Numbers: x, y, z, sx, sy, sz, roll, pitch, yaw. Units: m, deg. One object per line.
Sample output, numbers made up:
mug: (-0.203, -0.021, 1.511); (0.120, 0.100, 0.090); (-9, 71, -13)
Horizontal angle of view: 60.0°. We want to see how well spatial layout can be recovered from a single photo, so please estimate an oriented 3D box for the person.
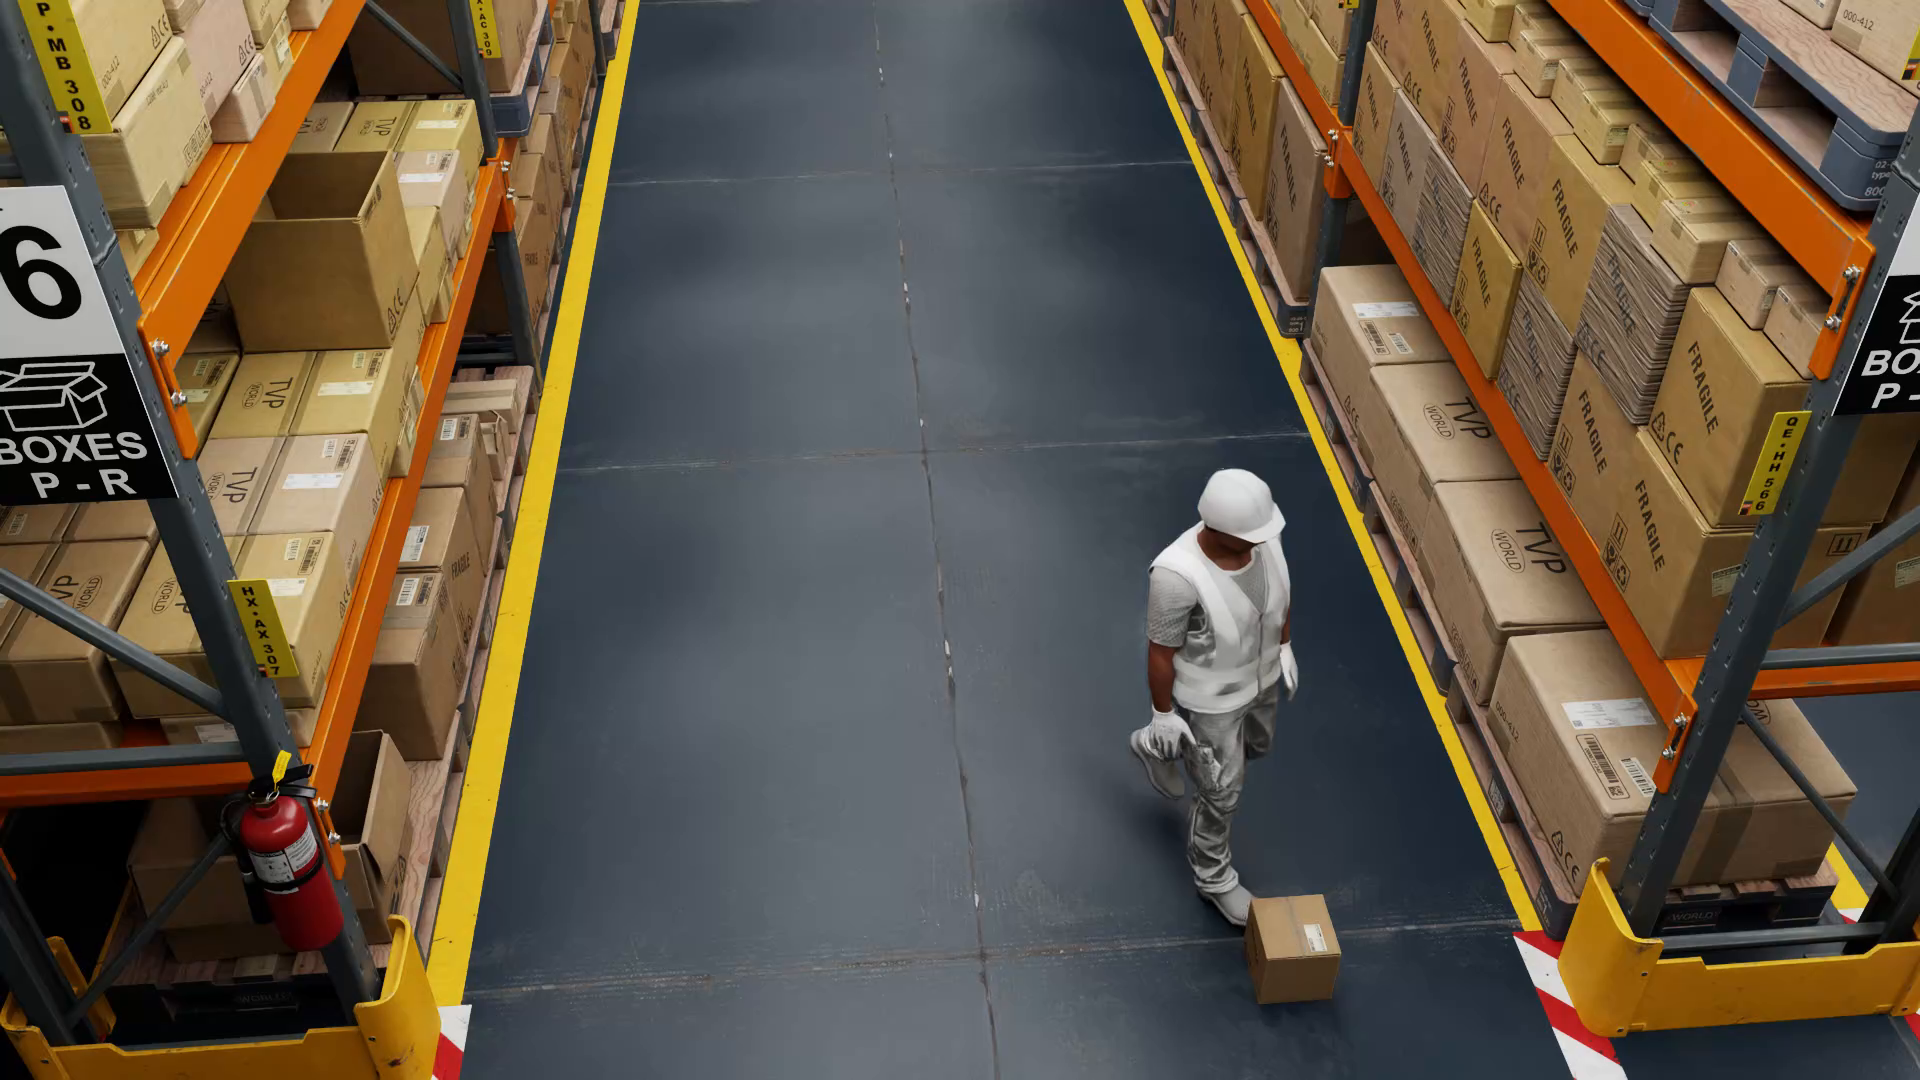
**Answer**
person: (0.859, 0.463, 5.561); (0.575, 1.770, 0.807); (-32, 48, -33)
